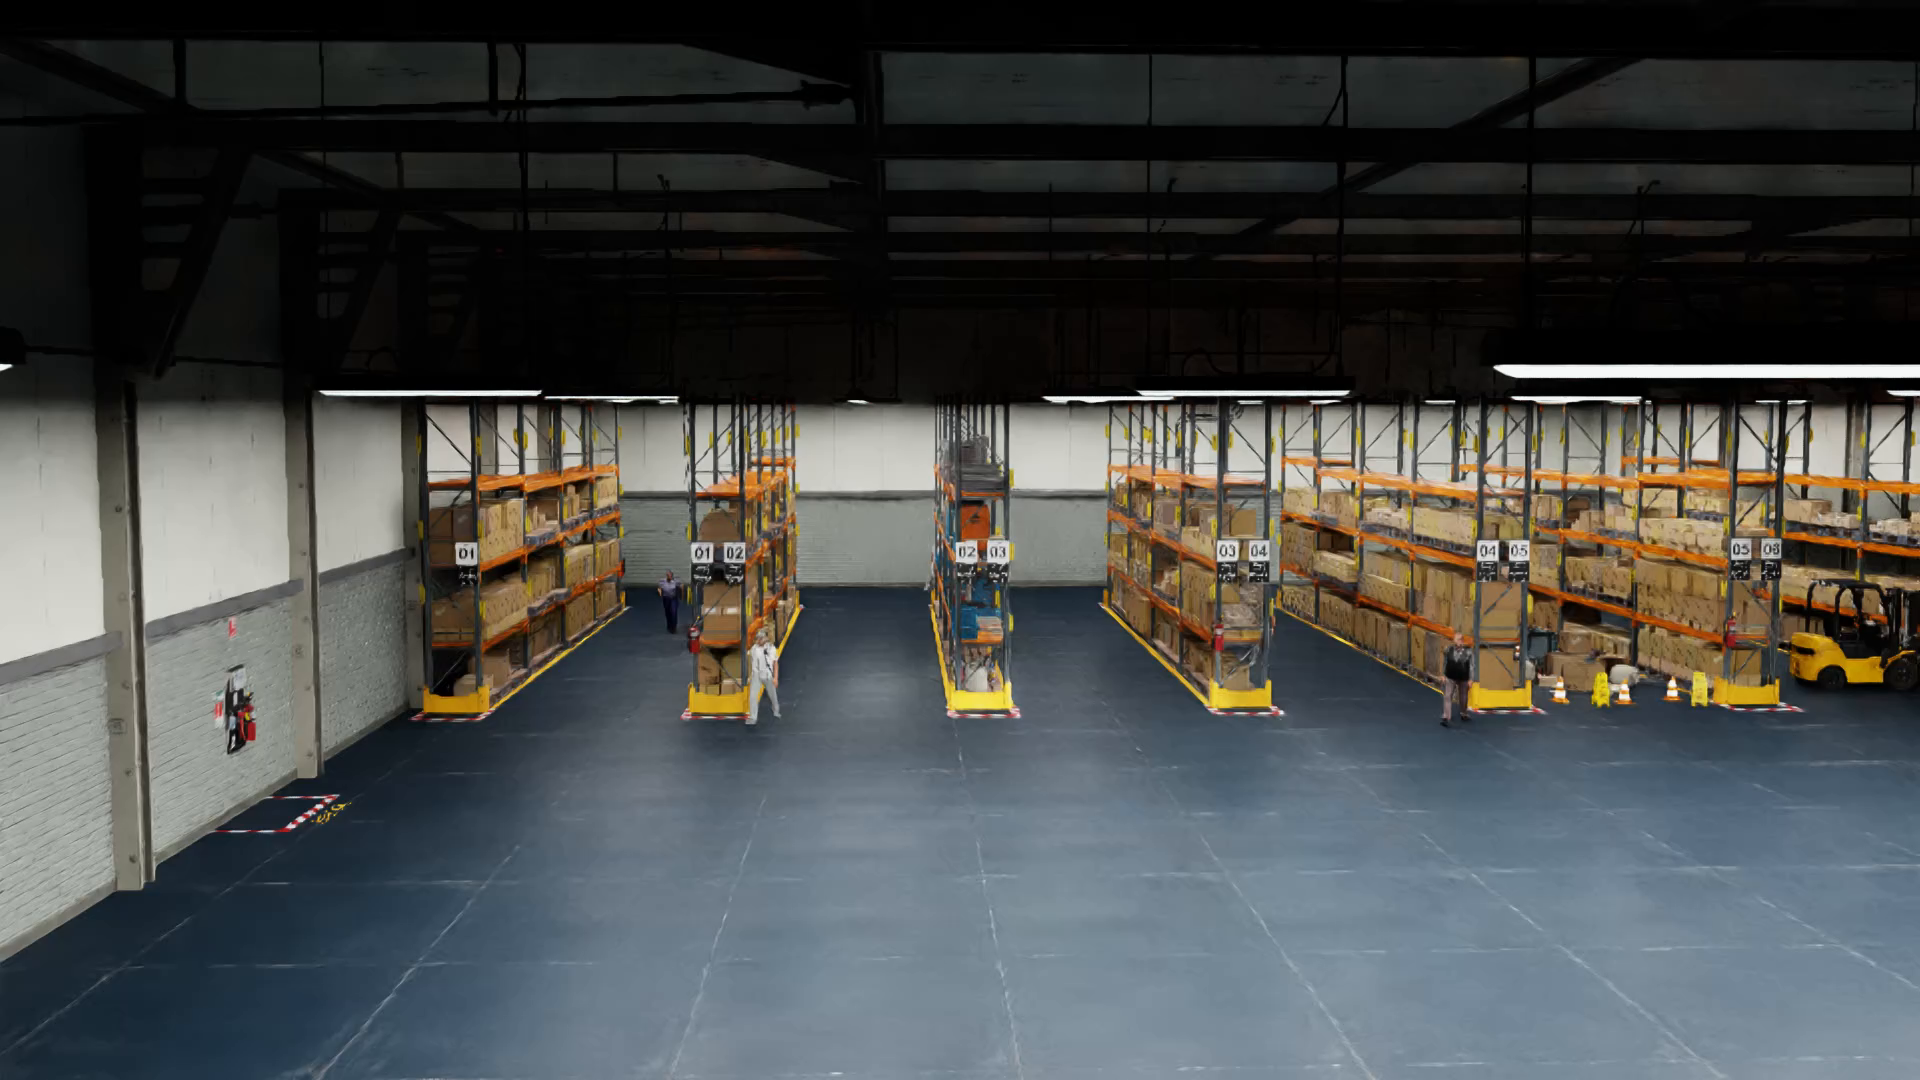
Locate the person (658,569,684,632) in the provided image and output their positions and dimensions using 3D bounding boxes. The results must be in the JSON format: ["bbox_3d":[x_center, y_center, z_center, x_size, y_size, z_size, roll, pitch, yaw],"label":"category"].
[{"bbox_3d":[-7.414,1.539,42.572,0.628,1.559,0.822,0,5,3],"label":"person"}]

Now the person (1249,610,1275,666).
[{"bbox_3d":[6.646,1.987,36.654,0.580,1.619,0.507,0,5,-5],"label":"person"}]

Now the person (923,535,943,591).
[{"bbox_3d":[-0.767,0.716,51.445,0.735,1.773,0.526,-4,6,-42],"label":"person"}]

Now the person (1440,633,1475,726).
[{"bbox_3d":[8.954,2.497,29.916,0.579,1.675,0.950,2,5,21],"label":"person"}]

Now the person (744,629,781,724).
[{"bbox_3d":[-3.545,2.447,30.126,0.568,1.715,0.920,1,5,14],"label":"person"}]
